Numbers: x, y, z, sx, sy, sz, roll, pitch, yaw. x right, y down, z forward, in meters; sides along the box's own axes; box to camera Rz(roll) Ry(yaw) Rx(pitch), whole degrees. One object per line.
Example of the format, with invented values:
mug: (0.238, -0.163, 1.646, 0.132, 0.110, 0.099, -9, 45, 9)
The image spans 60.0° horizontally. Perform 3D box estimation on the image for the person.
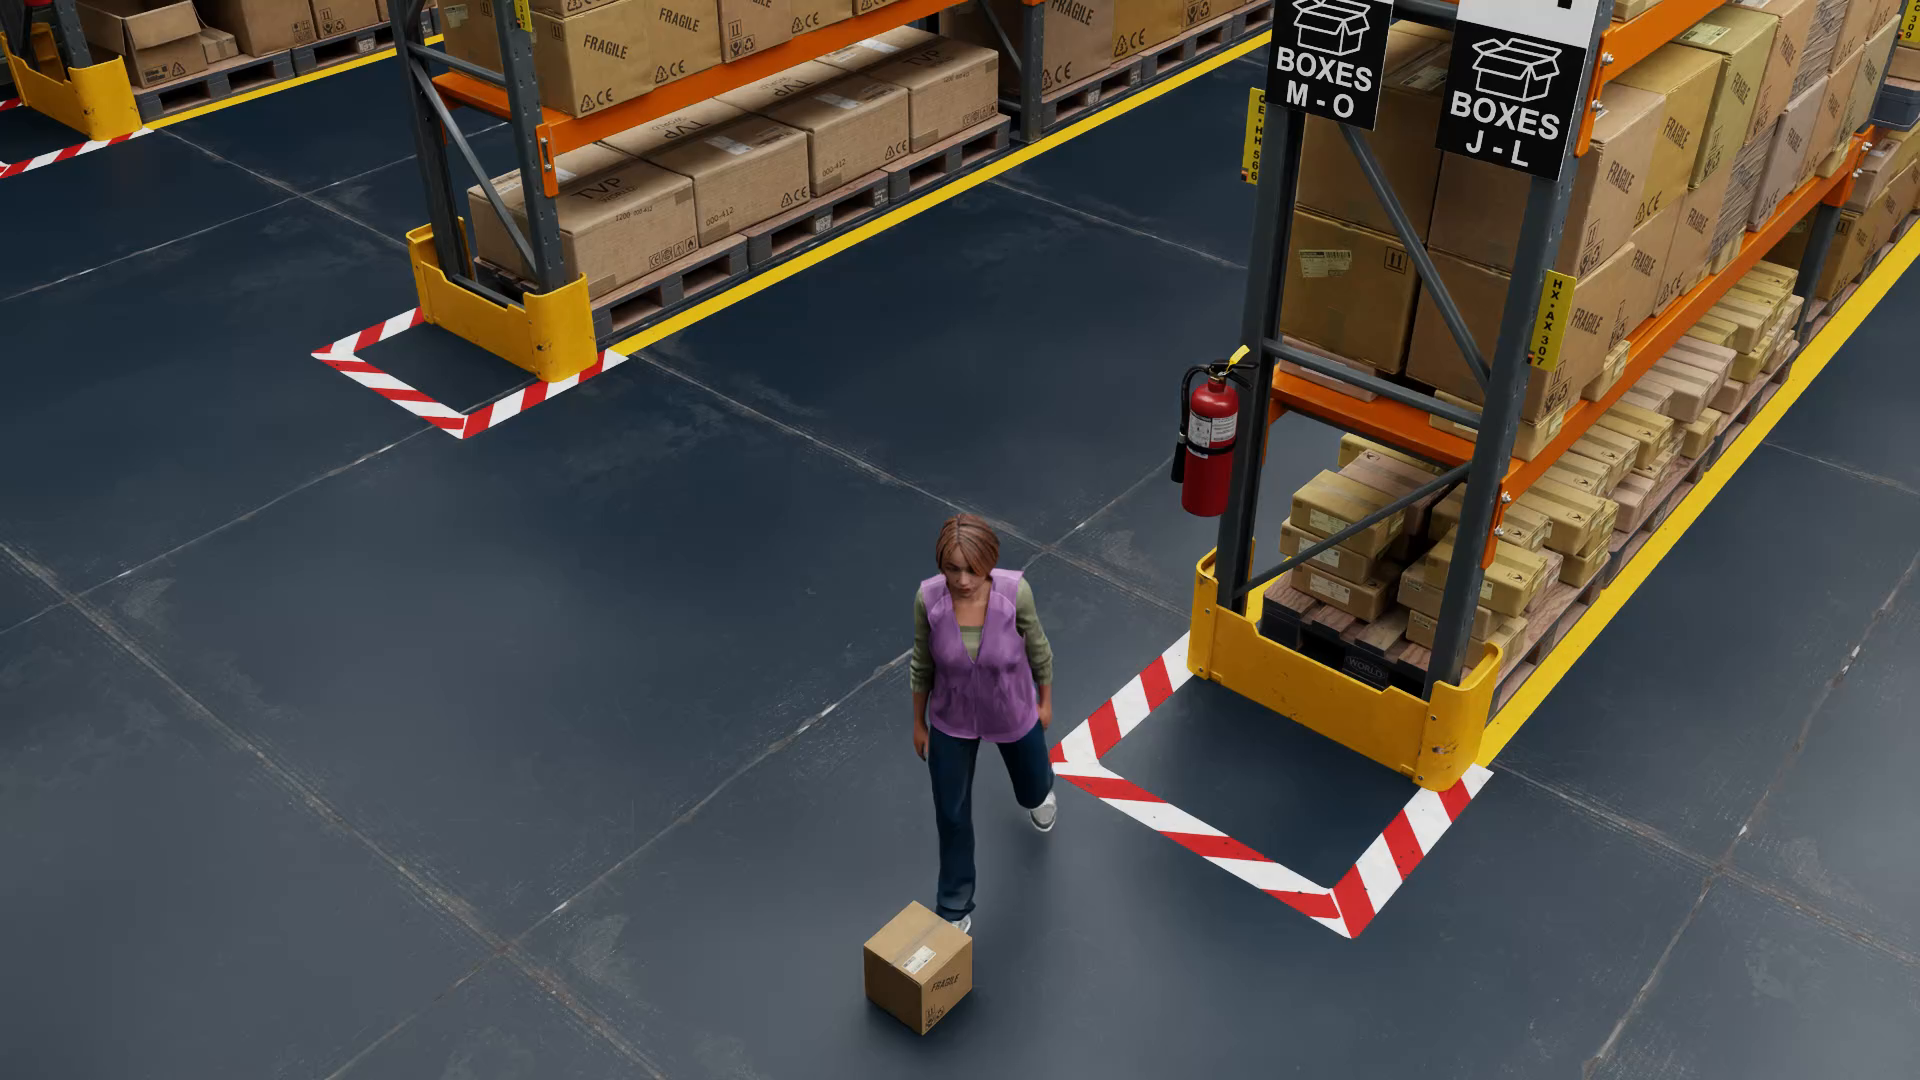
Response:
person: (0.084, 0.564, 5.357, 0.481, 1.555, 0.836, 3, 36, 4)
